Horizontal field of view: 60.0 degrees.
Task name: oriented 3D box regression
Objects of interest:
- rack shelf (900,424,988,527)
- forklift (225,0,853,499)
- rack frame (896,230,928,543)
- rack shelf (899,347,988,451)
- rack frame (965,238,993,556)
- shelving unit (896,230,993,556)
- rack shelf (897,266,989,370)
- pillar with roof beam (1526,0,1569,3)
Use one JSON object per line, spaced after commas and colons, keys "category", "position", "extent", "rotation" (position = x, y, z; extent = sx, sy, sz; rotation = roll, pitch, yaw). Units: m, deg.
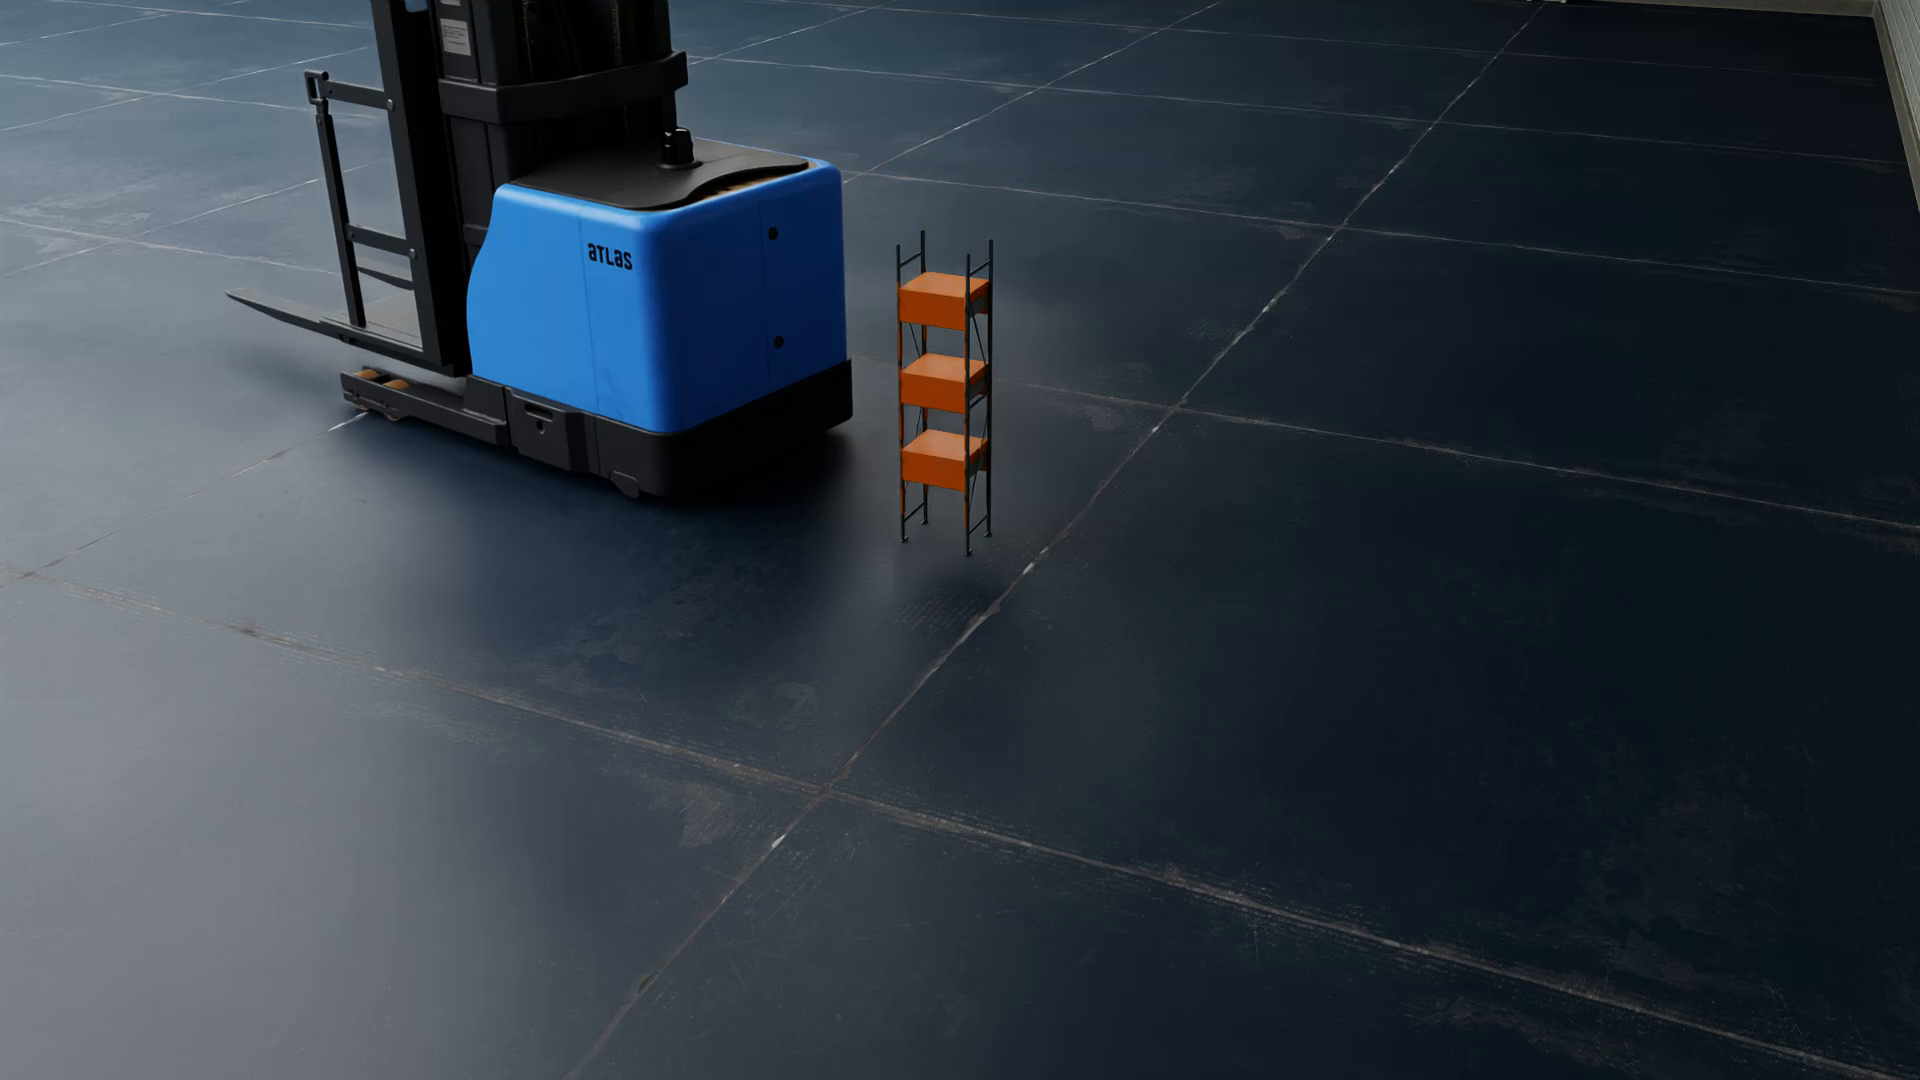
{"category": "rack shelf", "position": [-0.049, -0.222, 5.665], "extent": [0.240, 0.259, 0.215], "rotation": [11, 28, 22]}
{"category": "forklift", "position": [-1.915, -1.964, 6.422], "extent": [3.031, 2.935, 1.130], "rotation": [18, 31, 32]}
{"category": "rack frame", "position": [-0.160, -0.503, 5.583], "extent": [0.008, 1.050, 0.200], "rotation": [11, 28, 22]}
{"category": "rack shelf", "position": [-0.049, -0.471, 5.543], "extent": [0.240, 0.259, 0.215], "rotation": [11, 28, 22]}
{"category": "rack frame", "position": [0.062, -0.458, 5.493], "extent": [0.008, 1.050, 0.200], "rotation": [11, 28, 22]}
{"category": "shelving unit", "position": [-0.049, -0.481, 5.538], "extent": [0.252, 1.050, 0.215], "rotation": [11, 28, 22]}
{"category": "rack shelf", "position": [-0.049, -0.726, 5.417], "extent": [0.240, 0.259, 0.215], "rotation": [11, 28, 22]}
{"category": "pillar with roof beam", "position": [4.200, -7.803, 11.412], "extent": [0.400, 9.000, 9.100], "rotation": [11, 28, 22]}
